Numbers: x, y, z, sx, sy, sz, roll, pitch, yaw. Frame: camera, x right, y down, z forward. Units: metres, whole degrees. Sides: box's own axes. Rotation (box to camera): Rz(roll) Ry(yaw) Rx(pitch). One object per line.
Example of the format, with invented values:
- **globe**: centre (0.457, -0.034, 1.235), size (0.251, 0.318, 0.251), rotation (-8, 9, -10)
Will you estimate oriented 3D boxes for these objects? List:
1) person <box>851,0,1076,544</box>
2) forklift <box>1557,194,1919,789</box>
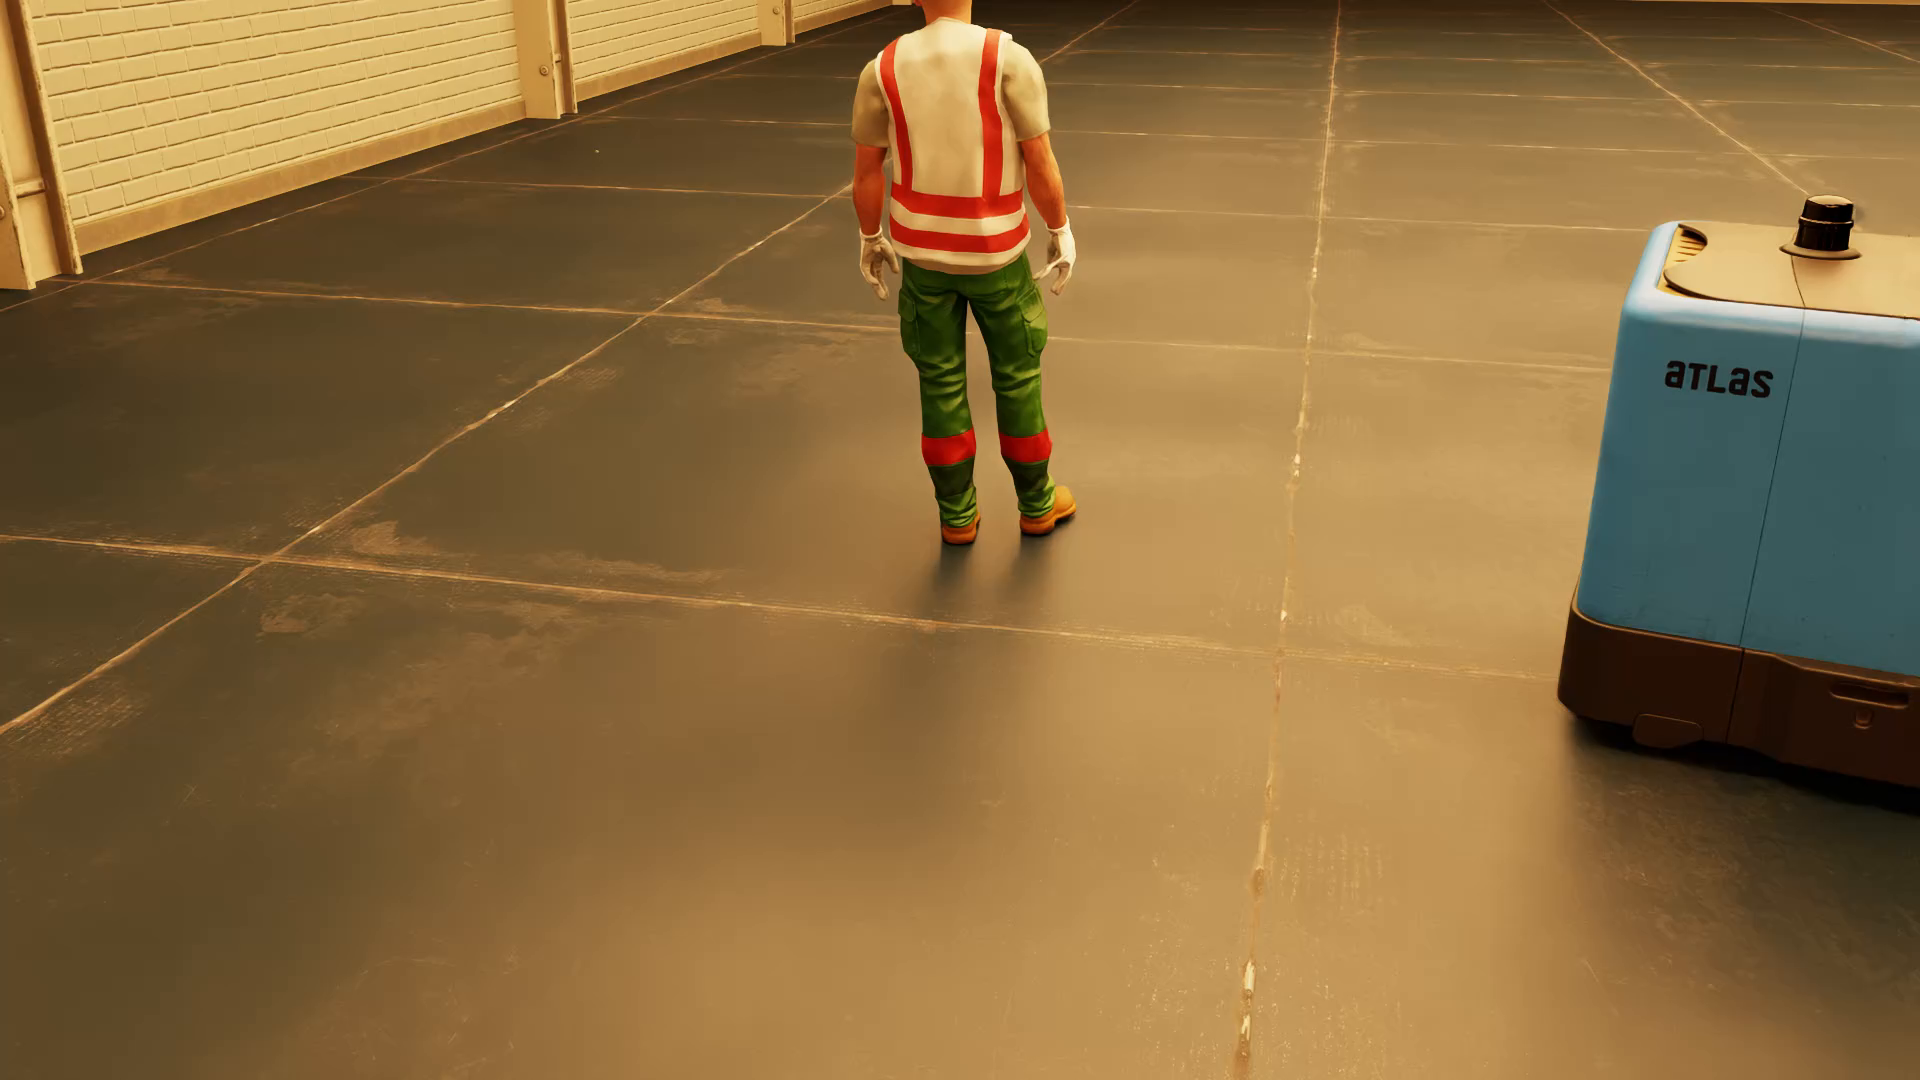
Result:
- **person**: centre (0.029, -0.864, 4.879), size (0.637, 1.790, 0.562), rotation (5, 23, 11)
- **forklift**: centre (3.004, -0.821, 3.280), size (3.031, 2.935, 1.130), rotation (10, 24, 23)
